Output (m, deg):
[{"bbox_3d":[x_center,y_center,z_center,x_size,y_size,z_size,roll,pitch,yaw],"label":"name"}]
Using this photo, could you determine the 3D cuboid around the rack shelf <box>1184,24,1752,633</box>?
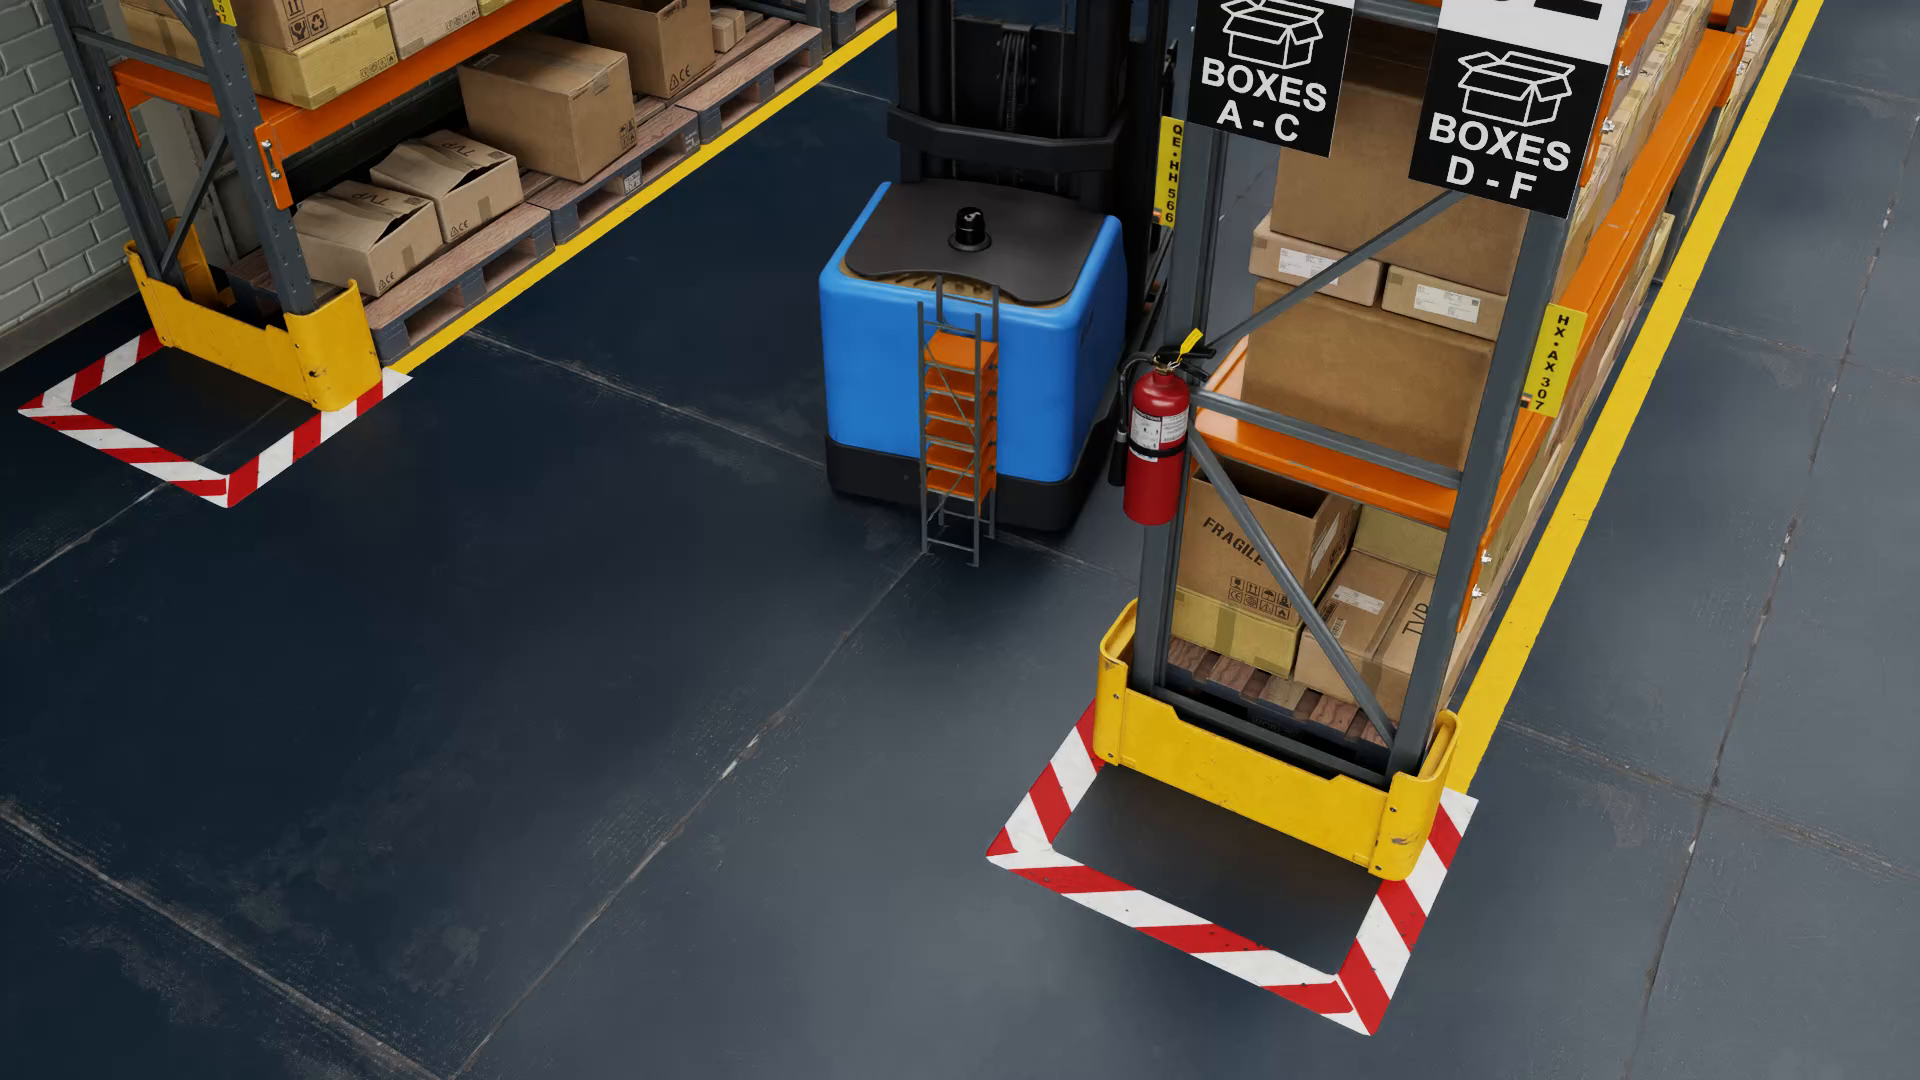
[{"bbox_3d":[2.051,-1.166,6.349,1.077,0.370,4.000,21,45,22],"label":"rack shelf"}]

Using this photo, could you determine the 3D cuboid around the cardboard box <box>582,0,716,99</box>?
[{"bbox_3d":[-1.724,-2.837,9.260,0.500,0.500,0.500,18,44,19],"label":"cardboard box"}]

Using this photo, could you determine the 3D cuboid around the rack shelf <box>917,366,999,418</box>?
[{"bbox_3d":[-0.006,-0.573,6.196,0.258,0.103,0.180,14,43,15],"label":"rack shelf"}]

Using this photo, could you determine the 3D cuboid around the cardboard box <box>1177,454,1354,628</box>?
[{"bbox_3d":[1.061,-0.104,5.794,0.500,0.500,0.500,21,45,22],"label":"cardboard box"}]

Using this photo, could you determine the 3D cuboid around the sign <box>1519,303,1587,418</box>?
[{"bbox_3d":[1.528,-0.460,4.287,0.100,0.325,0.005,21,45,22],"label":"sign"}]

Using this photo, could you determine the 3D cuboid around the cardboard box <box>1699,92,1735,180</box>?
[{"bbox_3d":[3.474,-2.071,8.171,0.500,0.311,0.500,21,46,22],"label":"cardboard box"}]

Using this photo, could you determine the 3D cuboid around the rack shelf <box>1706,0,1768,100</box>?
[{"bbox_3d":[4.053,-3.455,8.948,1.077,0.370,4.000,21,45,22],"label":"rack shelf"}]

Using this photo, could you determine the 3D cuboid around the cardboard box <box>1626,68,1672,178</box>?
[{"bbox_3d":[2.322,-1.773,6.418,0.700,0.500,0.500,22,46,23],"label":"cardboard box"}]

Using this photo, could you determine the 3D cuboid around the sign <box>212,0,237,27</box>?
[{"bbox_3d":[-2.771,-2.074,6.180,0.100,0.325,0.005,21,45,22],"label":"sign"}]

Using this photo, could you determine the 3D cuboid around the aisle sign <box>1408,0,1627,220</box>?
[{"bbox_3d":[1.282,-1.129,3.795,0.394,0.787,0.004,21,45,22],"label":"aisle sign"}]

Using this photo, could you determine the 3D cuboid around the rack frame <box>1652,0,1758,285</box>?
[{"bbox_3d":[3.052,-2.581,7.411,1.000,3.000,0.127,21,45,22],"label":"rack frame"}]

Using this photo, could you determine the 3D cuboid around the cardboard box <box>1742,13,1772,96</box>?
[{"bbox_3d":[3.987,-2.652,8.831,0.500,0.311,0.500,19,45,21],"label":"cardboard box"}]

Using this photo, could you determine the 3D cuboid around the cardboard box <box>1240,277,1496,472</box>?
[{"bbox_3d":[1.295,-0.592,5.077,0.700,0.500,0.500,21,45,22],"label":"cardboard box"}]

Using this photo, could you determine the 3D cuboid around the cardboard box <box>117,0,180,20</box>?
[{"bbox_3d":[-3.189,-2.501,6.851,0.500,0.500,0.500,20,45,22],"label":"cardboard box"}]

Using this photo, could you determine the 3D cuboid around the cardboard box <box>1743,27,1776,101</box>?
[{"bbox_3d":[4.237,-2.735,9.349,0.500,0.250,0.500,22,46,23],"label":"cardboard box"}]

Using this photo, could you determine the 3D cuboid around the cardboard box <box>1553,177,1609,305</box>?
[{"bbox_3d":[1.807,-1.177,5.741,0.700,0.500,0.500,21,46,22],"label":"cardboard box"}]

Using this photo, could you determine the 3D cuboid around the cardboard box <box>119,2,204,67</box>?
[{"bbox_3d":[-3.175,-2.211,7.089,0.500,0.250,0.500,22,46,23],"label":"cardboard box"}]

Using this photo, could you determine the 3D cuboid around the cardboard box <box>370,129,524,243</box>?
[{"bbox_3d":[-2.531,-1.777,8.199,0.500,0.311,0.500,25,47,25],"label":"cardboard box"}]

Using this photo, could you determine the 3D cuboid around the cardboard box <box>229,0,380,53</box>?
[{"bbox_3d":[-2.741,-2.335,6.662,0.500,0.500,0.500,21,46,22],"label":"cardboard box"}]

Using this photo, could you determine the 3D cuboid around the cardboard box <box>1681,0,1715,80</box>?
[{"bbox_3d":[2.835,-2.362,7.087,0.700,0.500,0.500,20,45,21],"label":"cardboard box"}]

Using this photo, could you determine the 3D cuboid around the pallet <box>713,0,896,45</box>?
[{"bbox_3d":[-0.851,-3.616,10.697,1.003,0.211,1.213,21,45,22],"label":"pallet"}]

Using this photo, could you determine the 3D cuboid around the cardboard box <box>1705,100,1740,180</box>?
[{"bbox_3d":[3.725,-2.147,8.682,0.500,0.250,0.500,22,46,23],"label":"cardboard box"}]

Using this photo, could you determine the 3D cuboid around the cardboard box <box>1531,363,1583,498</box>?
[{"bbox_3d":[1.999,-0.509,6.254,0.500,0.500,0.500,21,45,22],"label":"cardboard box"}]

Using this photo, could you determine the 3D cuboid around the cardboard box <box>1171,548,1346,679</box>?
[{"bbox_3d":[1.063,0.178,6.041,0.500,0.250,0.500,21,45,22],"label":"cardboard box"}]

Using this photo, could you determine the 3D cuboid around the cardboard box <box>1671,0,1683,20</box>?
[{"bbox_3d":[2.332,-2.273,6.005,0.700,0.500,0.500,21,45,22],"label":"cardboard box"}]

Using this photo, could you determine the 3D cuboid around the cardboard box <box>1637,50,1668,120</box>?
[{"bbox_3d":[2.203,-1.606,5.737,0.380,0.149,0.250,21,46,22],"label":"cardboard box"}]

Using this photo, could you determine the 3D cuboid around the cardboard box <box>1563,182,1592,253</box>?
[{"bbox_3d":[1.689,-1.021,5.073,0.380,0.149,0.250,21,46,22],"label":"cardboard box"}]

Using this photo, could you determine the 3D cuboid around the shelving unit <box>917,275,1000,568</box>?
[{"bbox_3d":[-0.006,-0.426,6.326,0.258,1.200,0.189,14,43,15],"label":"shelving unit"}]

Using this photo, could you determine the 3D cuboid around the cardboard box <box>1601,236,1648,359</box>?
[{"bbox_3d":[2.502,-1.081,6.903,0.500,0.500,0.500,21,45,22],"label":"cardboard box"}]

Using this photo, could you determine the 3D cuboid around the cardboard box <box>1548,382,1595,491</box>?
[{"bbox_3d":[2.263,-0.509,6.821,0.500,0.250,0.500,21,45,22],"label":"cardboard box"}]

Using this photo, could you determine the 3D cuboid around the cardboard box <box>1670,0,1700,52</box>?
[{"bbox_3d":[2.464,-1.909,6.082,0.380,0.149,0.250,22,46,23],"label":"cardboard box"}]

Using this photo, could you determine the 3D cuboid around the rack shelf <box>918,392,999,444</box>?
[{"bbox_3d":[-0.006,-0.483,6.276,0.258,0.103,0.180,14,43,15],"label":"rack shelf"}]

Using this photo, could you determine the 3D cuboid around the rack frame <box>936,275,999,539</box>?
[{"bbox_3d":[0.026,-0.482,6.390,0.240,1.200,0.006,14,43,15],"label":"rack frame"}]

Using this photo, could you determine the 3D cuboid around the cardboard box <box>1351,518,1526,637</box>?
[{"bbox_3d":[1.758,0.062,6.173,0.500,0.250,0.500,21,45,22],"label":"cardboard box"}]

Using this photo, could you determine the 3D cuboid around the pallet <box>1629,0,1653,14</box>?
[{"bbox_3d":[1.426,-1.781,4.299,1.003,0.211,1.213,21,45,22],"label":"pallet"}]

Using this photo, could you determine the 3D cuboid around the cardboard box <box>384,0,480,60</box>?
[{"bbox_3d":[-2.474,-2.355,7.253,0.500,0.250,0.500,20,45,21],"label":"cardboard box"}]

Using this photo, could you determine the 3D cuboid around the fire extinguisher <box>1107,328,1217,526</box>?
[{"bbox_3d":[0.589,-0.349,4.935,0.296,0.674,0.183,21,45,22],"label":"fire extinguisher"}]

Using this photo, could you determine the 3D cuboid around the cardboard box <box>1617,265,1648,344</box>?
[{"bbox_3d":[2.750,-1.086,7.476,0.500,0.250,0.500,21,45,22],"label":"cardboard box"}]

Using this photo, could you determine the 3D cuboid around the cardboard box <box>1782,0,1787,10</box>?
[{"bbox_3d":[4.495,-3.237,9.495,0.500,0.311,0.500,21,45,22],"label":"cardboard box"}]

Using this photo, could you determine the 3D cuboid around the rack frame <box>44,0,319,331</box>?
[{"bbox_3d":[-3.241,-1.928,6.670,1.000,3.000,0.127,21,45,22],"label":"rack frame"}]

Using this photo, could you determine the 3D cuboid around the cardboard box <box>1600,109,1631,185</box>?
[{"bbox_3d":[1.948,-1.318,5.410,0.380,0.149,0.250,19,45,21],"label":"cardboard box"}]

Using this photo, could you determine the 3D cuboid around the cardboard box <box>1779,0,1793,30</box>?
[{"bbox_3d":[4.746,-3.317,10.010,0.500,0.250,0.500,20,45,22],"label":"cardboard box"}]

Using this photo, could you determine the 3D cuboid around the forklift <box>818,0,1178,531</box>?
[{"bbox_3d":[0.359,-2.123,6.944,1.130,2.935,3.031,11,43,12],"label":"forklift"}]

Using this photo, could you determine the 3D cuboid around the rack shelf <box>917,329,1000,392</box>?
[{"bbox_3d":[-0.006,-0.663,6.117,0.258,0.103,0.180,14,43,15],"label":"rack shelf"}]

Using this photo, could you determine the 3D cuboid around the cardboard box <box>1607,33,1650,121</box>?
[{"bbox_3d":[1.831,-1.701,5.355,0.700,0.500,0.500,21,46,22],"label":"cardboard box"}]

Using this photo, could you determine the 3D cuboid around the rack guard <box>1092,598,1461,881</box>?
[{"bbox_3d":[1.038,0.660,5.622,1.175,0.500,0.348,21,45,22],"label":"rack guard"}]

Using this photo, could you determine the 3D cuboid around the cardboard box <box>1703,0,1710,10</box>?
[{"bbox_3d":[2.716,-2.193,6.404,0.380,0.149,0.250,21,45,22],"label":"cardboard box"}]

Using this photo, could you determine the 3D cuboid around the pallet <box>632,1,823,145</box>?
[{"bbox_3d":[-1.544,-2.774,9.741,1.003,0.211,1.213,21,45,22],"label":"pallet"}]

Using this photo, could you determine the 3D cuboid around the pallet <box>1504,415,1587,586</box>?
[{"bbox_3d":[2.008,-0.392,7.036,1.003,0.211,1.213,21,45,22],"label":"pallet"}]
